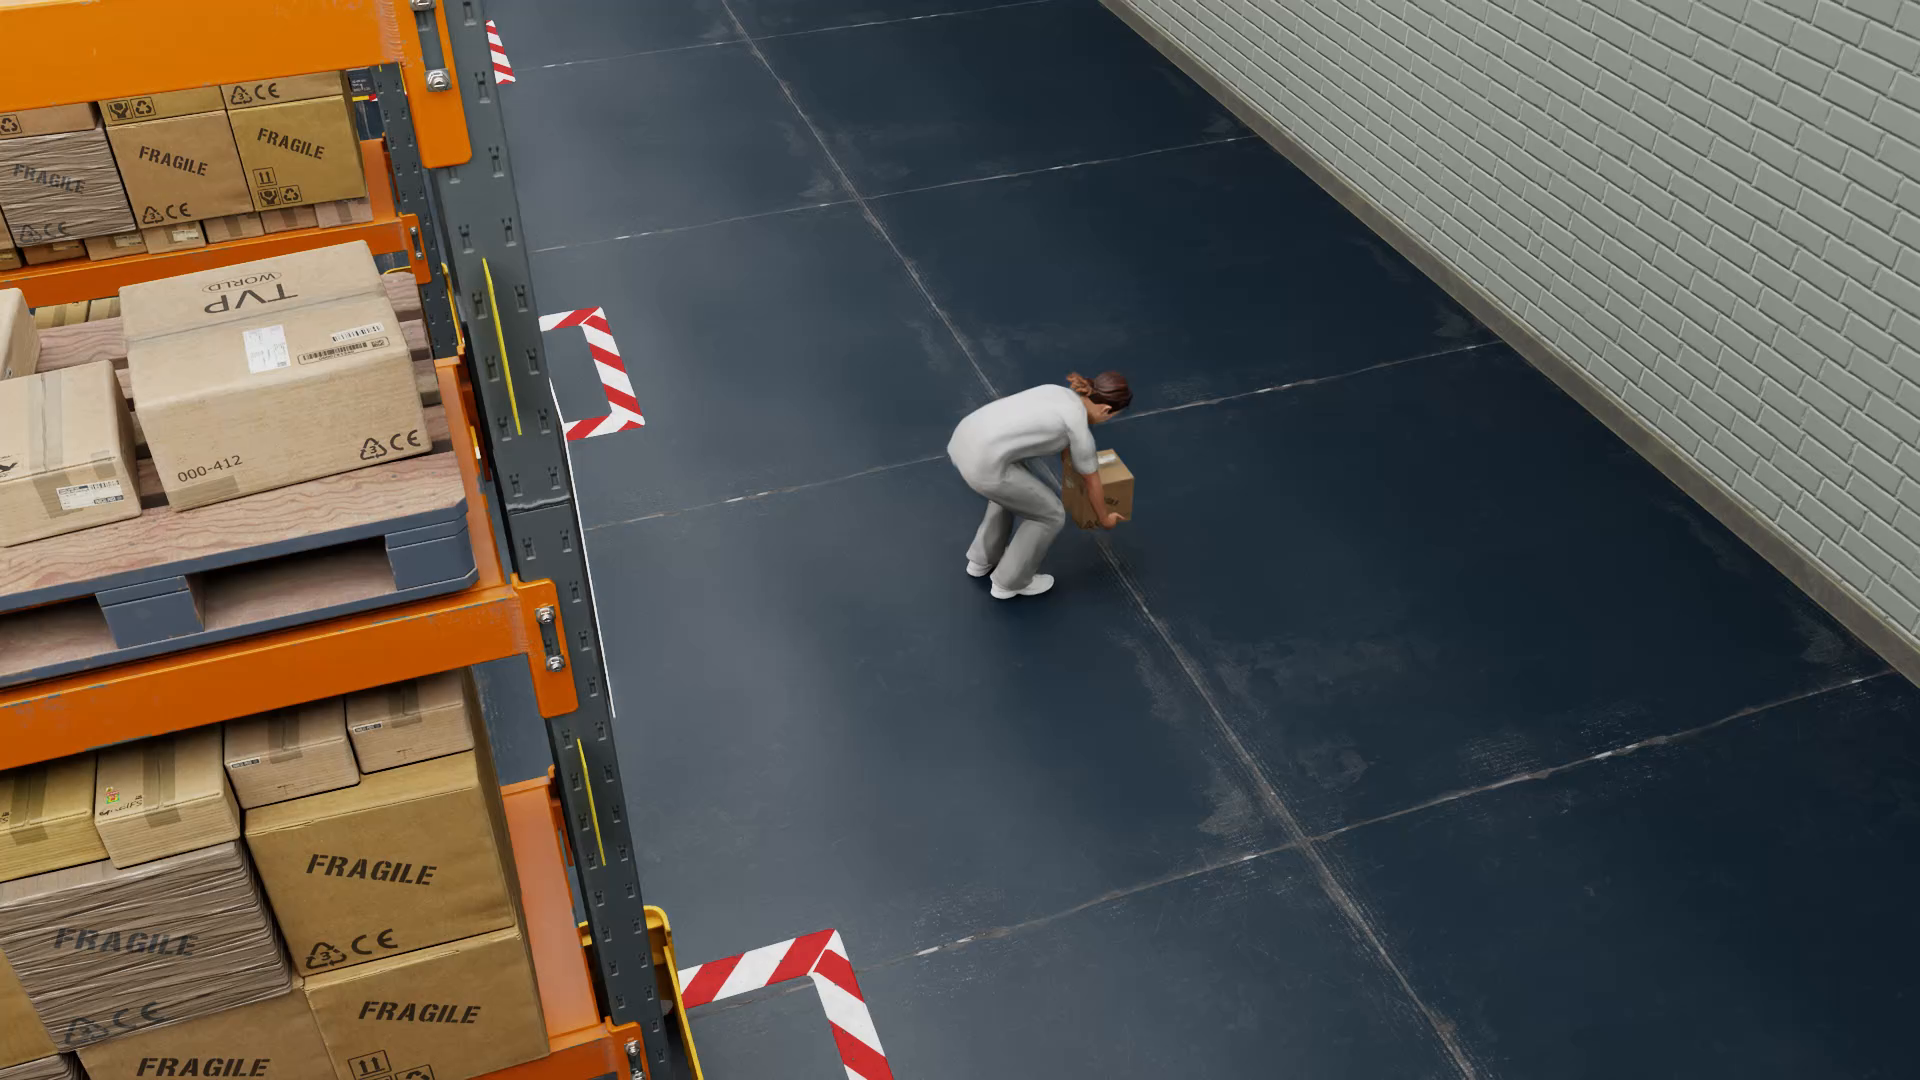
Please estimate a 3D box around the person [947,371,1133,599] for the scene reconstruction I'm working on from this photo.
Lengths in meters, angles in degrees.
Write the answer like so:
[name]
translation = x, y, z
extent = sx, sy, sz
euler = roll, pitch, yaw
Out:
[person]
translation = 0.370, -0.260, 7.637
extent = 0.864, 1.040, 0.457
euler = -15, 40, -18
